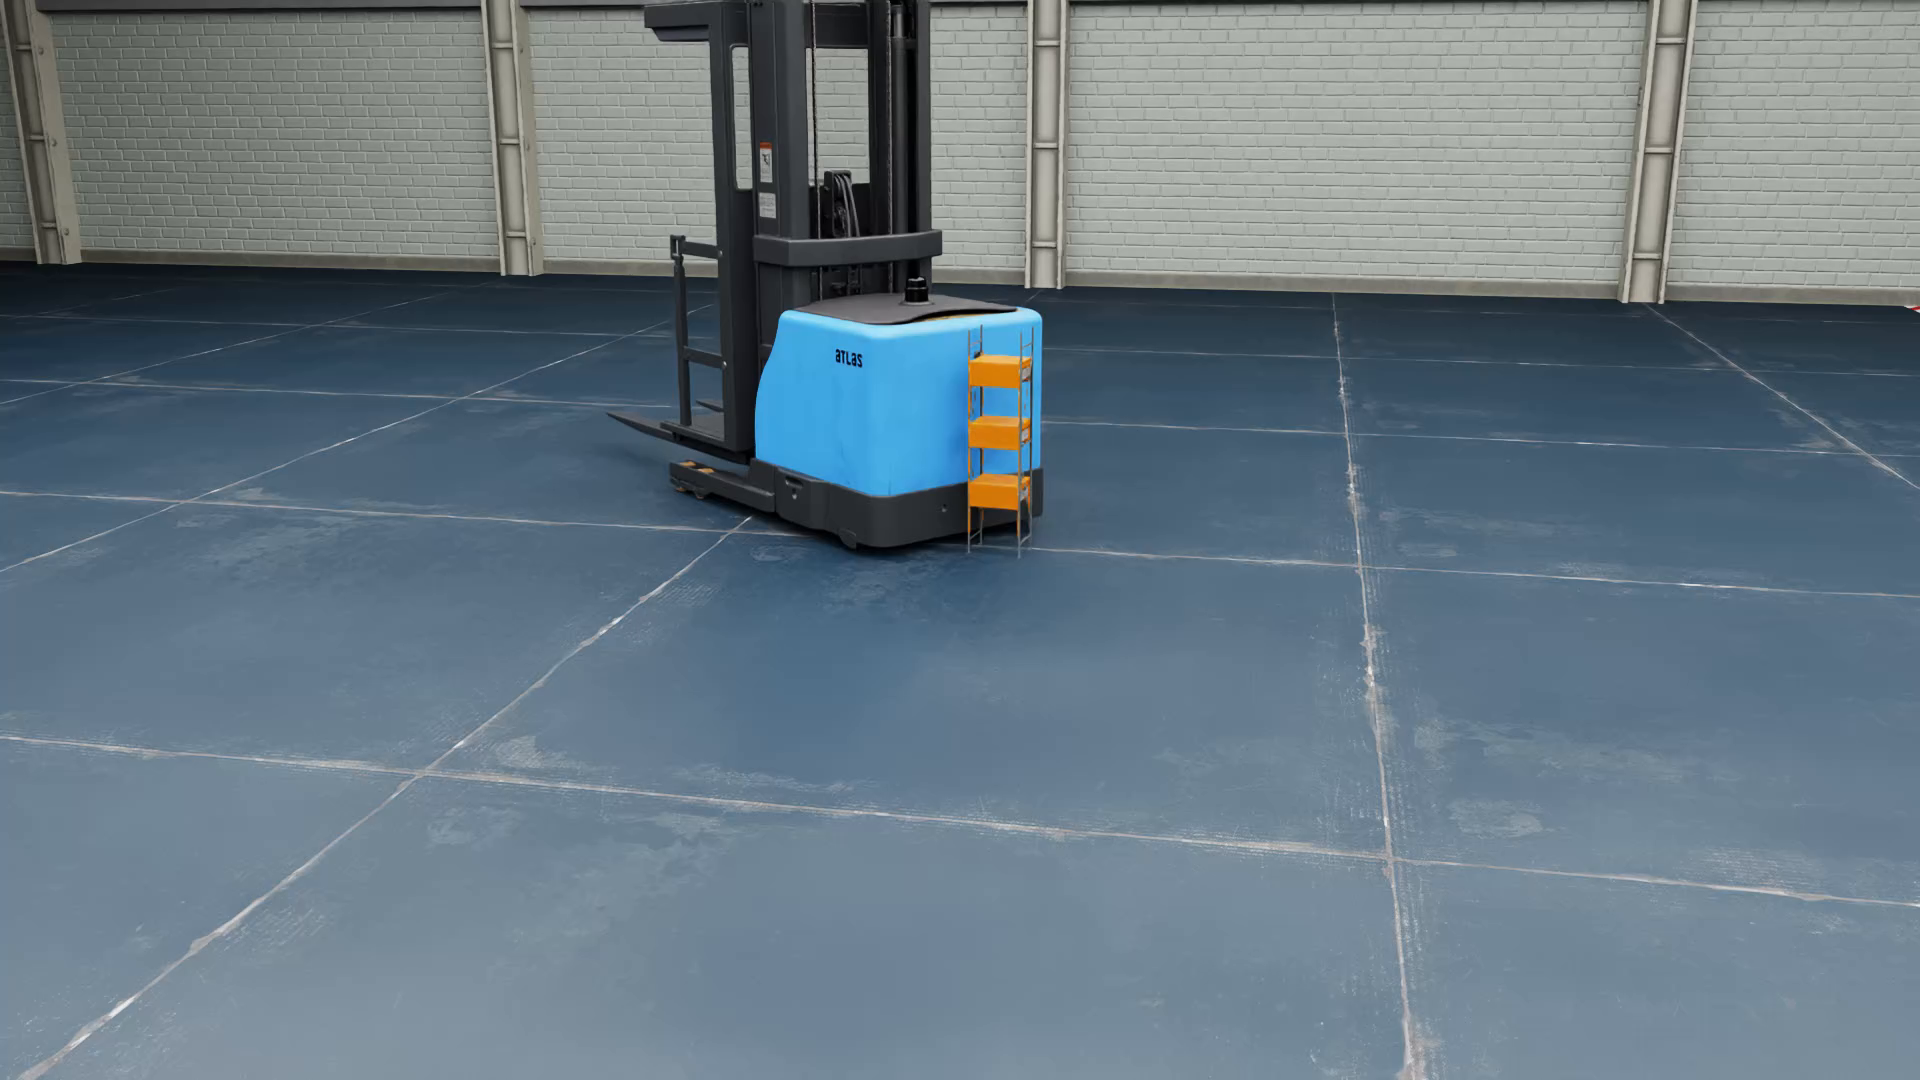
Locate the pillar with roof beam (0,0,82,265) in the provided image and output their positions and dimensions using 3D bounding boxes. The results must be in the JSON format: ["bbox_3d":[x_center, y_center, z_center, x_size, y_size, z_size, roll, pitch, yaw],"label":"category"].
[{"bbox_3d":[-11.707,-6.552,14.789,0.400,9.000,9.100,3,16,11],"label":"pillar with roof beam"}]

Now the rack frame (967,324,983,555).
[{"bbox_3d":[0.070,-0.460,7.686,0.008,1.050,0.200,5,16,18],"label":"rack frame"}]

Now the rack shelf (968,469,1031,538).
[{"bbox_3d":[0.186,-0.171,7.725,0.240,0.259,0.215,5,16,18],"label":"rack shelf"}]

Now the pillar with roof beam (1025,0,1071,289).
[{"bbox_3d":[0.052,-5.914,12.484,0.400,9.000,9.100,3,16,11],"label":"pillar with roof beam"}]

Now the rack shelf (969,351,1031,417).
[{"bbox_3d":[0.186,-0.713,7.575,0.240,0.259,0.215,5,16,18],"label":"rack shelf"}]

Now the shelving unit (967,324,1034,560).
[{"bbox_3d":[0.186,-0.449,7.648,0.252,1.050,0.215,5,16,18],"label":"shelving unit"}]

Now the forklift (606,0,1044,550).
[{"bbox_3d":[-0.903,-1.700,8.639,1.130,2.935,3.031,-12,20,-37],"label":"forklift"}]

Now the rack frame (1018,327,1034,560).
[{"bbox_3d":[0.301,-0.439,7.610,0.008,1.050,0.200,5,16,18],"label":"rack frame"}]

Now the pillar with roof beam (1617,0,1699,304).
[{"bbox_3d":[5.932,-5.595,11.332,0.400,9.000,9.100,3,16,11],"label":"pillar with roof beam"}]

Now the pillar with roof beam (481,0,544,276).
[{"bbox_3d":[-5.827,-6.233,13.637,0.400,9.000,9.100,3,16,11],"label":"pillar with roof beam"}]

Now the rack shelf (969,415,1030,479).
[{"bbox_3d":[0.186,-0.439,7.651,0.240,0.259,0.215,5,16,18],"label":"rack shelf"}]
